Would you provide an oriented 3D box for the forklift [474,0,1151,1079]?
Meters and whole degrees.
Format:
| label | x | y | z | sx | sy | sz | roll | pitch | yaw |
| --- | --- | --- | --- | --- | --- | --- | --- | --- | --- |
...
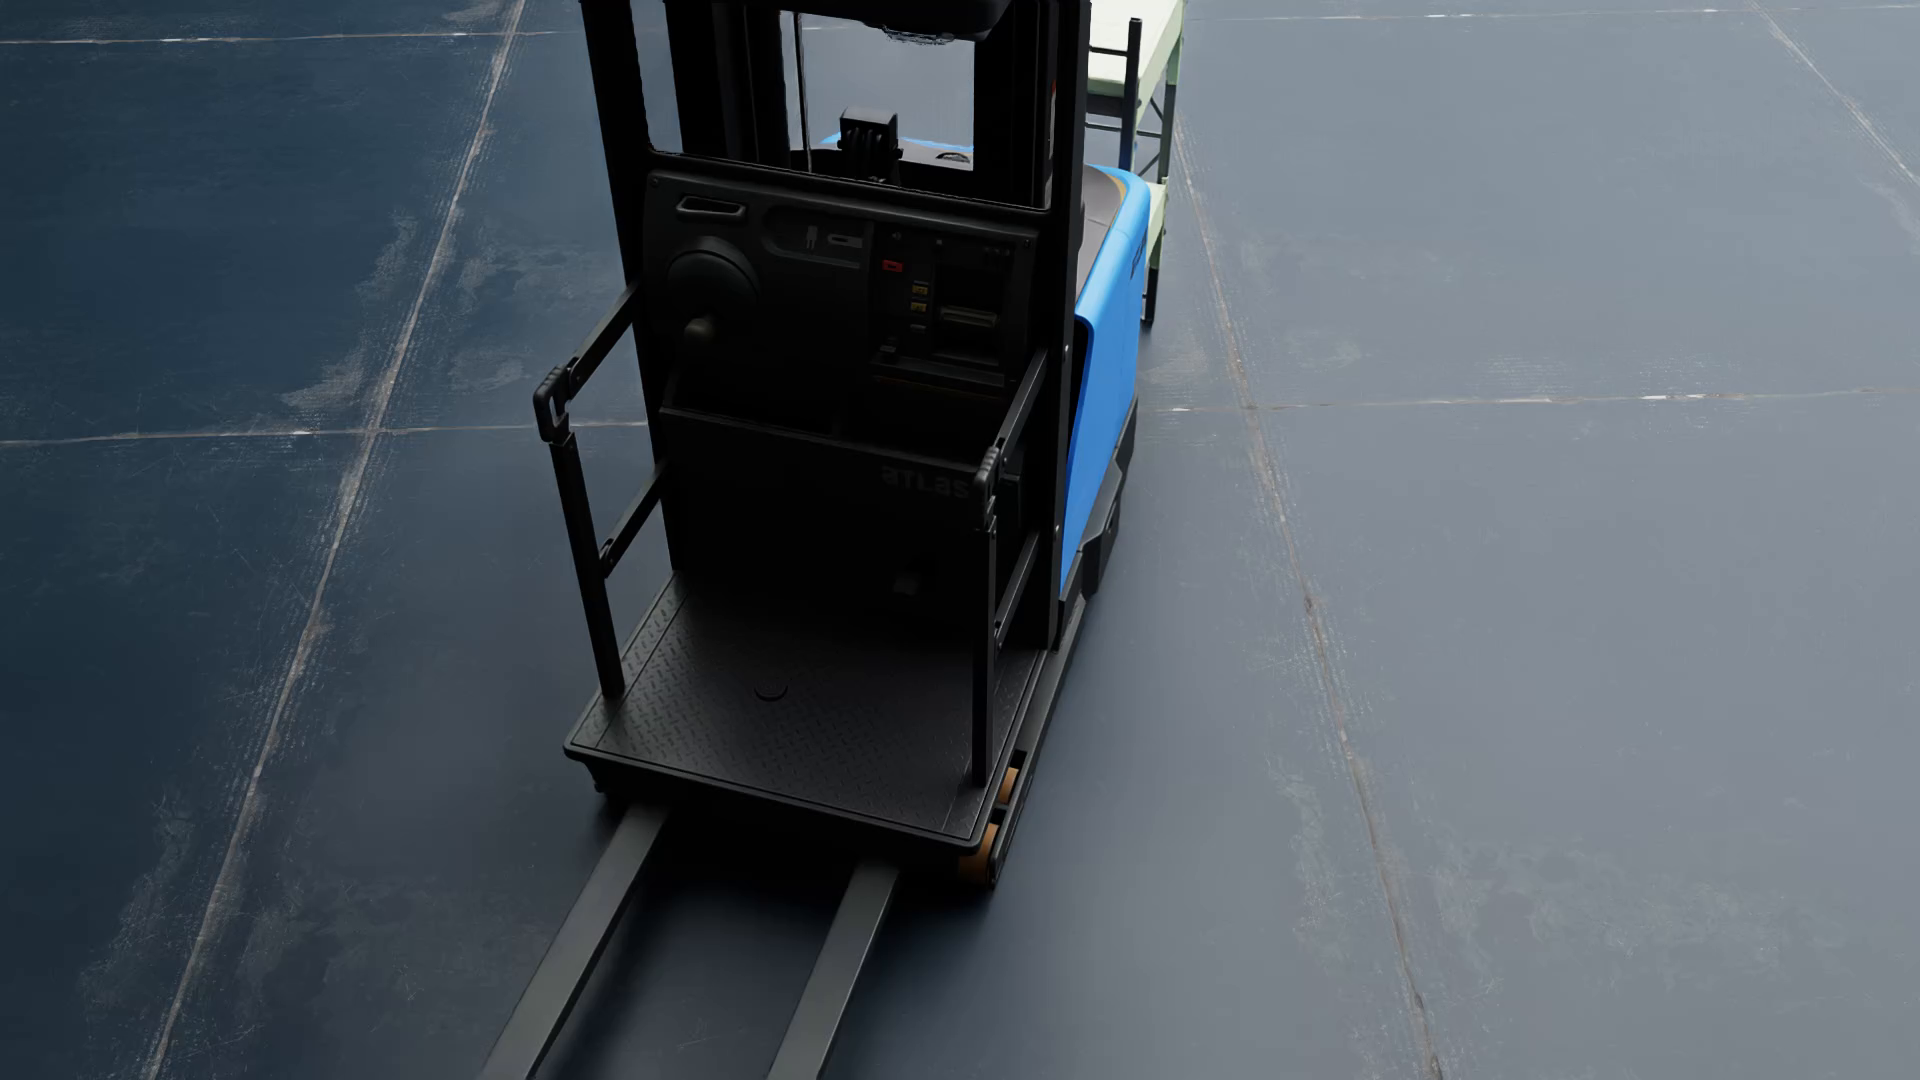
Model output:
| label | x | y | z | sx | sy | sz | roll | pitch | yaw |
| --- | --- | --- | --- | --- | --- | --- | --- | --- | --- |
| forklift | -0.344 | -0.501 | 3.627 | 1.130 | 2.935 | 3.031 | 12 | 44 | 12 |

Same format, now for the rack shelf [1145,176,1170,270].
| label | x | y | z | sx | sy | sz | roll | pitch | yaw |
| --- | --- | --- | --- | --- | --- | --- | --- | --- | --- |
| rack shelf | 0.418 | -0.920 | 5.627 | 0.431 | 0.370 | 0.720 | 12 | 44 | 12 |

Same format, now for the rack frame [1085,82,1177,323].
| label | x | y | z | sx | sy | sz | roll | pitch | yaw |
| --- | --- | --- | --- | --- | --- | --- | --- | --- | --- |
| rack frame | 0.523 | -1.398 | 5.665 | 0.400 | 1.500 | 0.023 | 12 | 44 | 12 |

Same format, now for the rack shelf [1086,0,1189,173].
| label | x | y | z | sx | sy | sz | roll | pitch | yaw |
| --- | --- | --- | --- | --- | --- | --- | --- | --- | --- |
| rack shelf | 0.418 | -1.448 | 5.143 | 0.431 | 0.370 | 0.720 | 12 | 44 | 12 |

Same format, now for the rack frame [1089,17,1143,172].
| label | x | y | z | sx | sy | sz | roll | pitch | yaw |
| --- | --- | --- | --- | --- | --- | --- | --- | --- | --- |
| rack frame | 0.312 | -0.924 | 5.148 | 0.400 | 1.500 | 0.023 | 12 | 44 | 12 |

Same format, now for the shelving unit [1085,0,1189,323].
| label | x | y | z | sx | sy | sz | roll | pitch | yaw |
| --- | --- | --- | --- | --- | --- | --- | --- | --- | --- |
| shelving unit | 0.418 | -1.161 | 5.406 | 0.431 | 1.500 | 0.755 | 12 | 44 | 12 |
